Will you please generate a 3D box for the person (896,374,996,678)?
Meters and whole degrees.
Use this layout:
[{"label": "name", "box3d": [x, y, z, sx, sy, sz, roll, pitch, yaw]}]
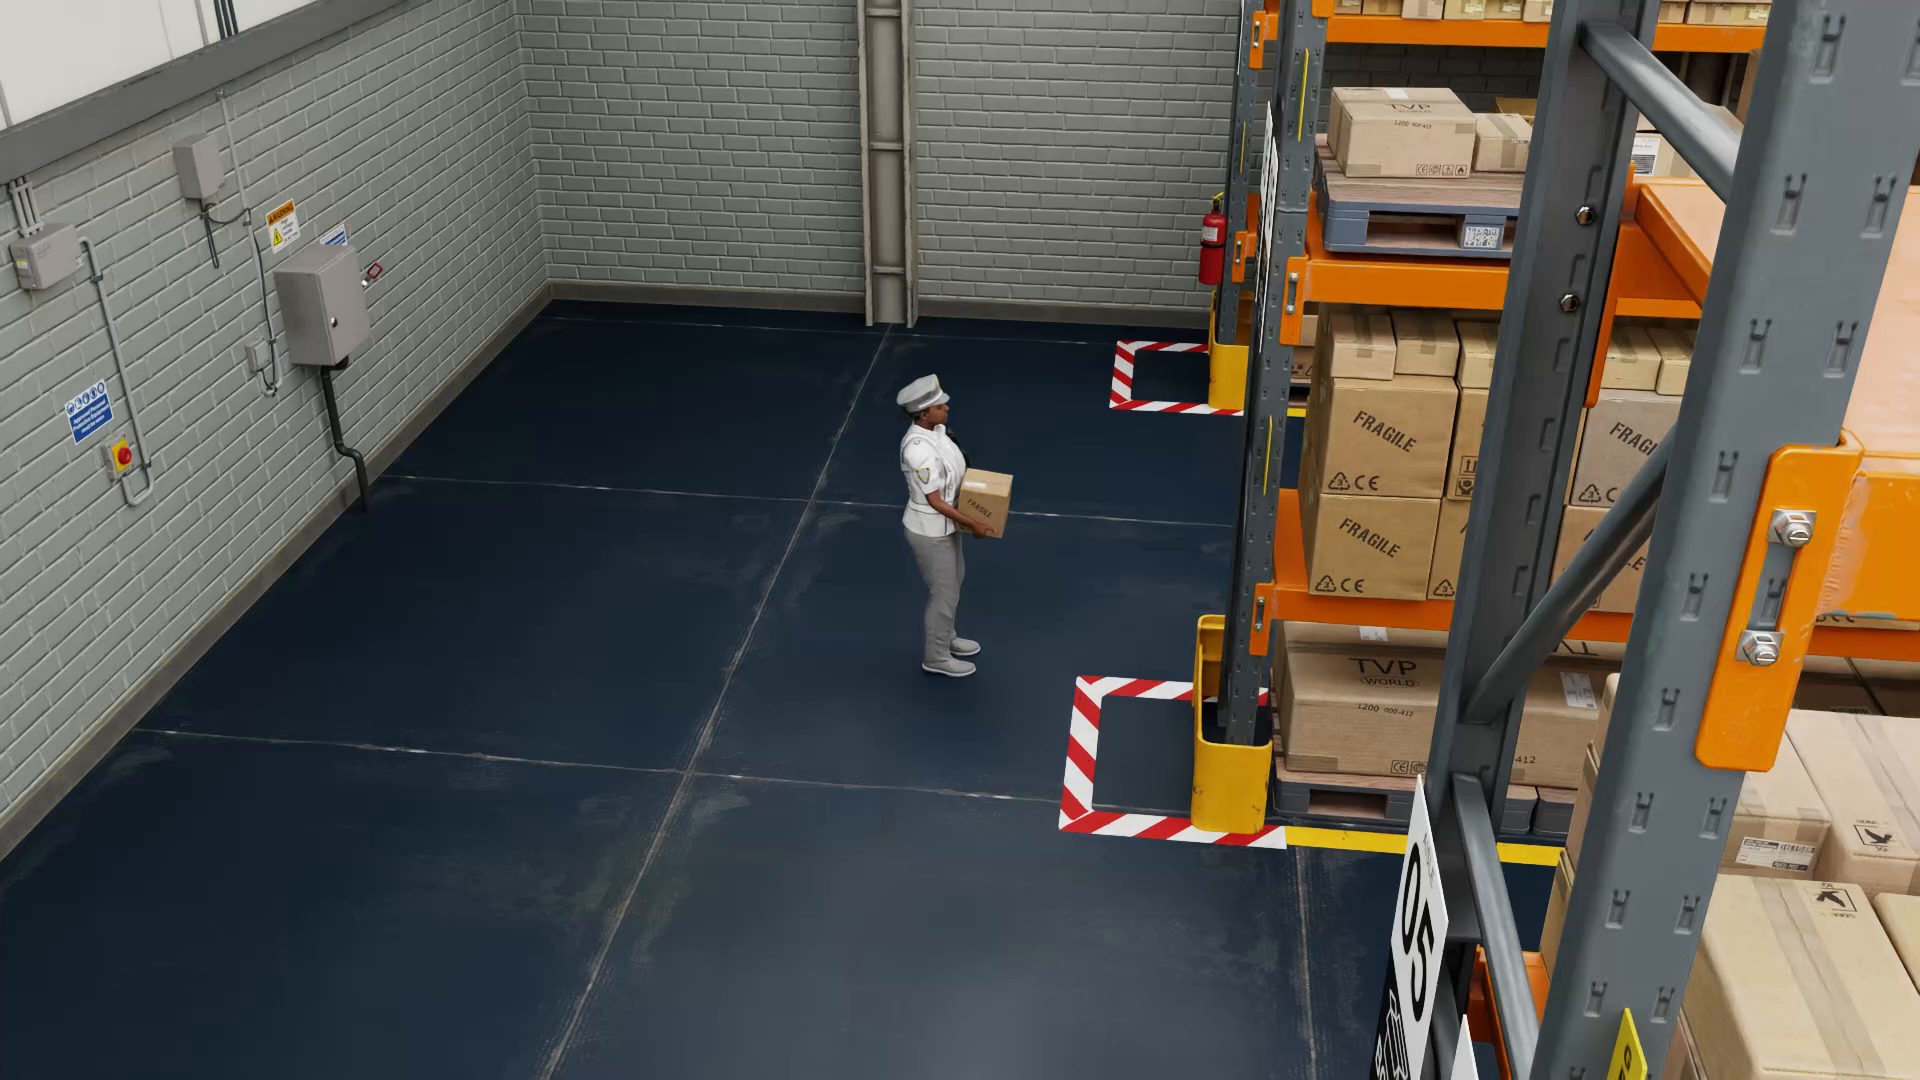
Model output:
[{"label": "person", "box3d": [-0.060, -0.070, 8.834, 0.538, 1.682, 0.450, 4, 29, 7]}]
